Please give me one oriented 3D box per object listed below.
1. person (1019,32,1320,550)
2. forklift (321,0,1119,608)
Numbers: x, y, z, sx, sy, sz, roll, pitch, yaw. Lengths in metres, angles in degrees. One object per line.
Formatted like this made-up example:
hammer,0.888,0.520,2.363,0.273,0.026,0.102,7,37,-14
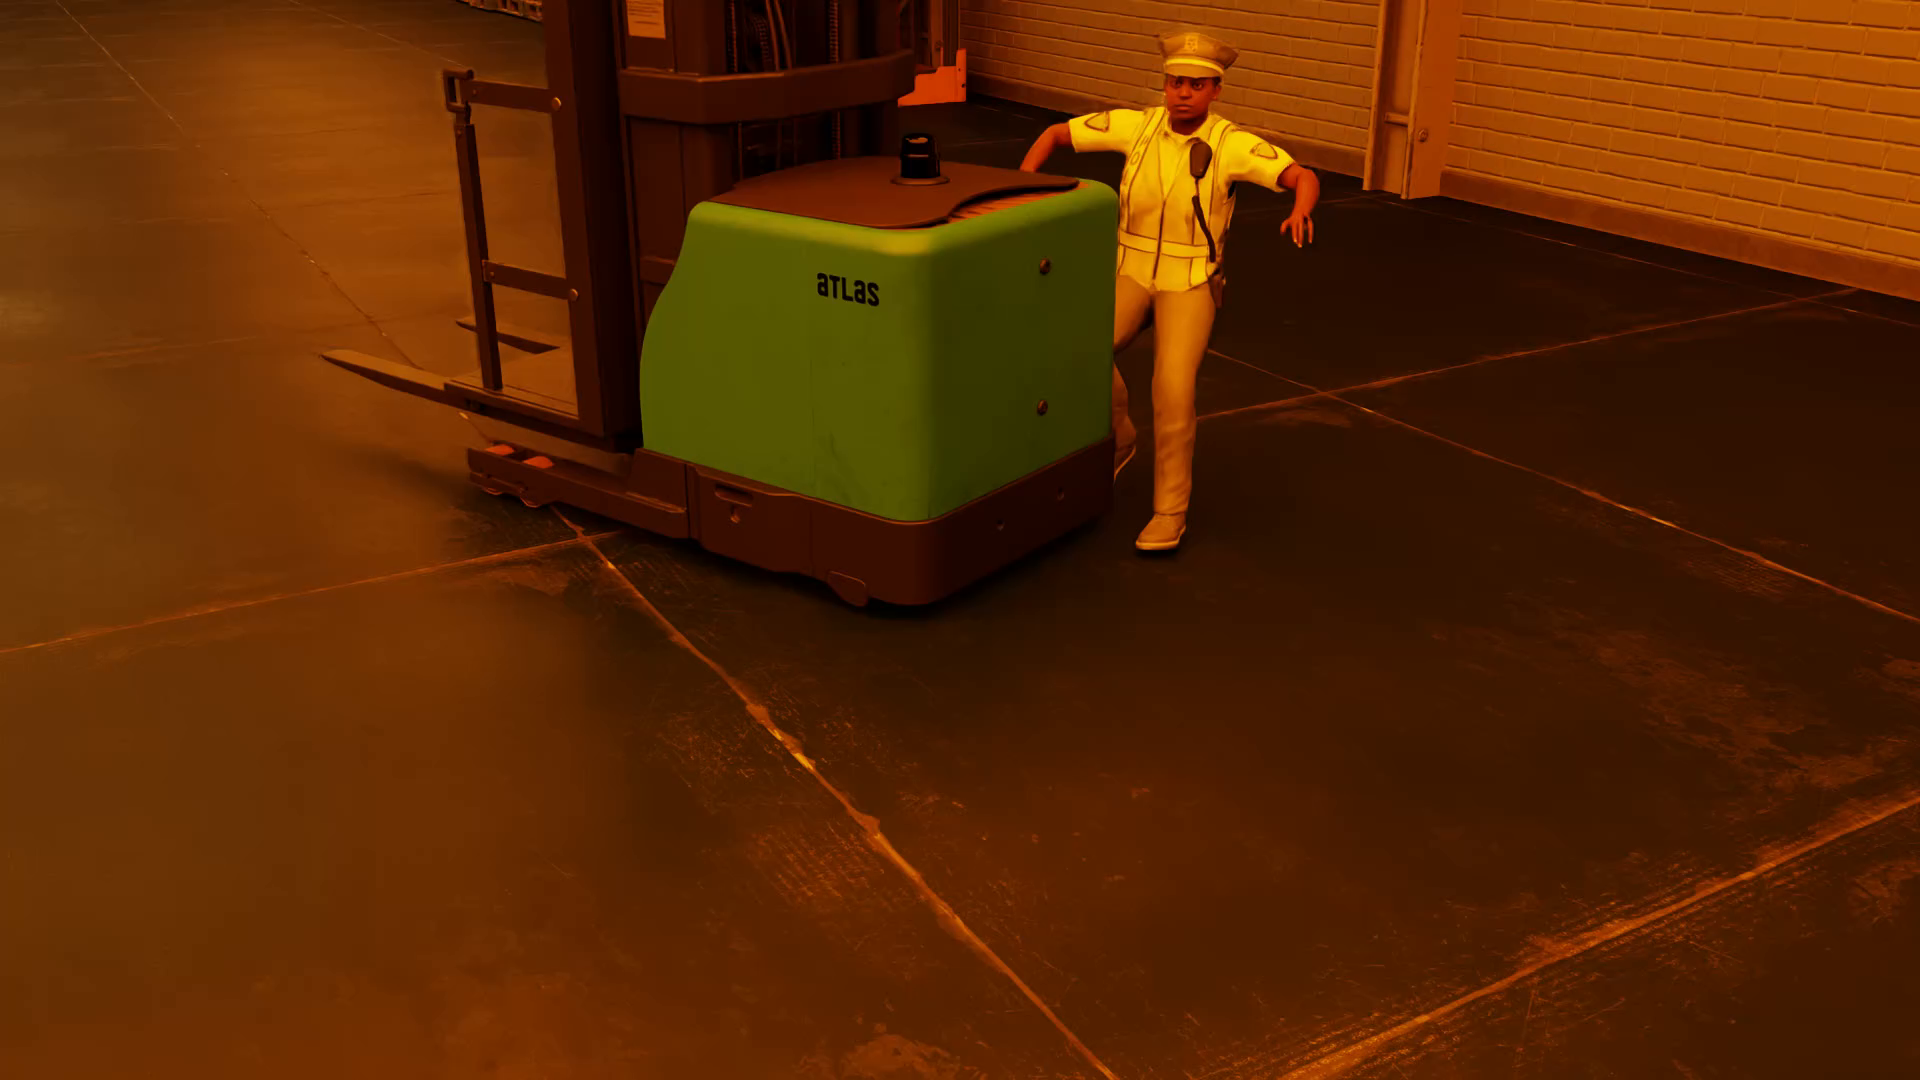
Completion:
person,0.569,-0.780,5.086,1.020,1.465,0.813,7,23,16
forklift,-0.999,-1.601,5.176,3.031,2.935,1.130,16,27,34
